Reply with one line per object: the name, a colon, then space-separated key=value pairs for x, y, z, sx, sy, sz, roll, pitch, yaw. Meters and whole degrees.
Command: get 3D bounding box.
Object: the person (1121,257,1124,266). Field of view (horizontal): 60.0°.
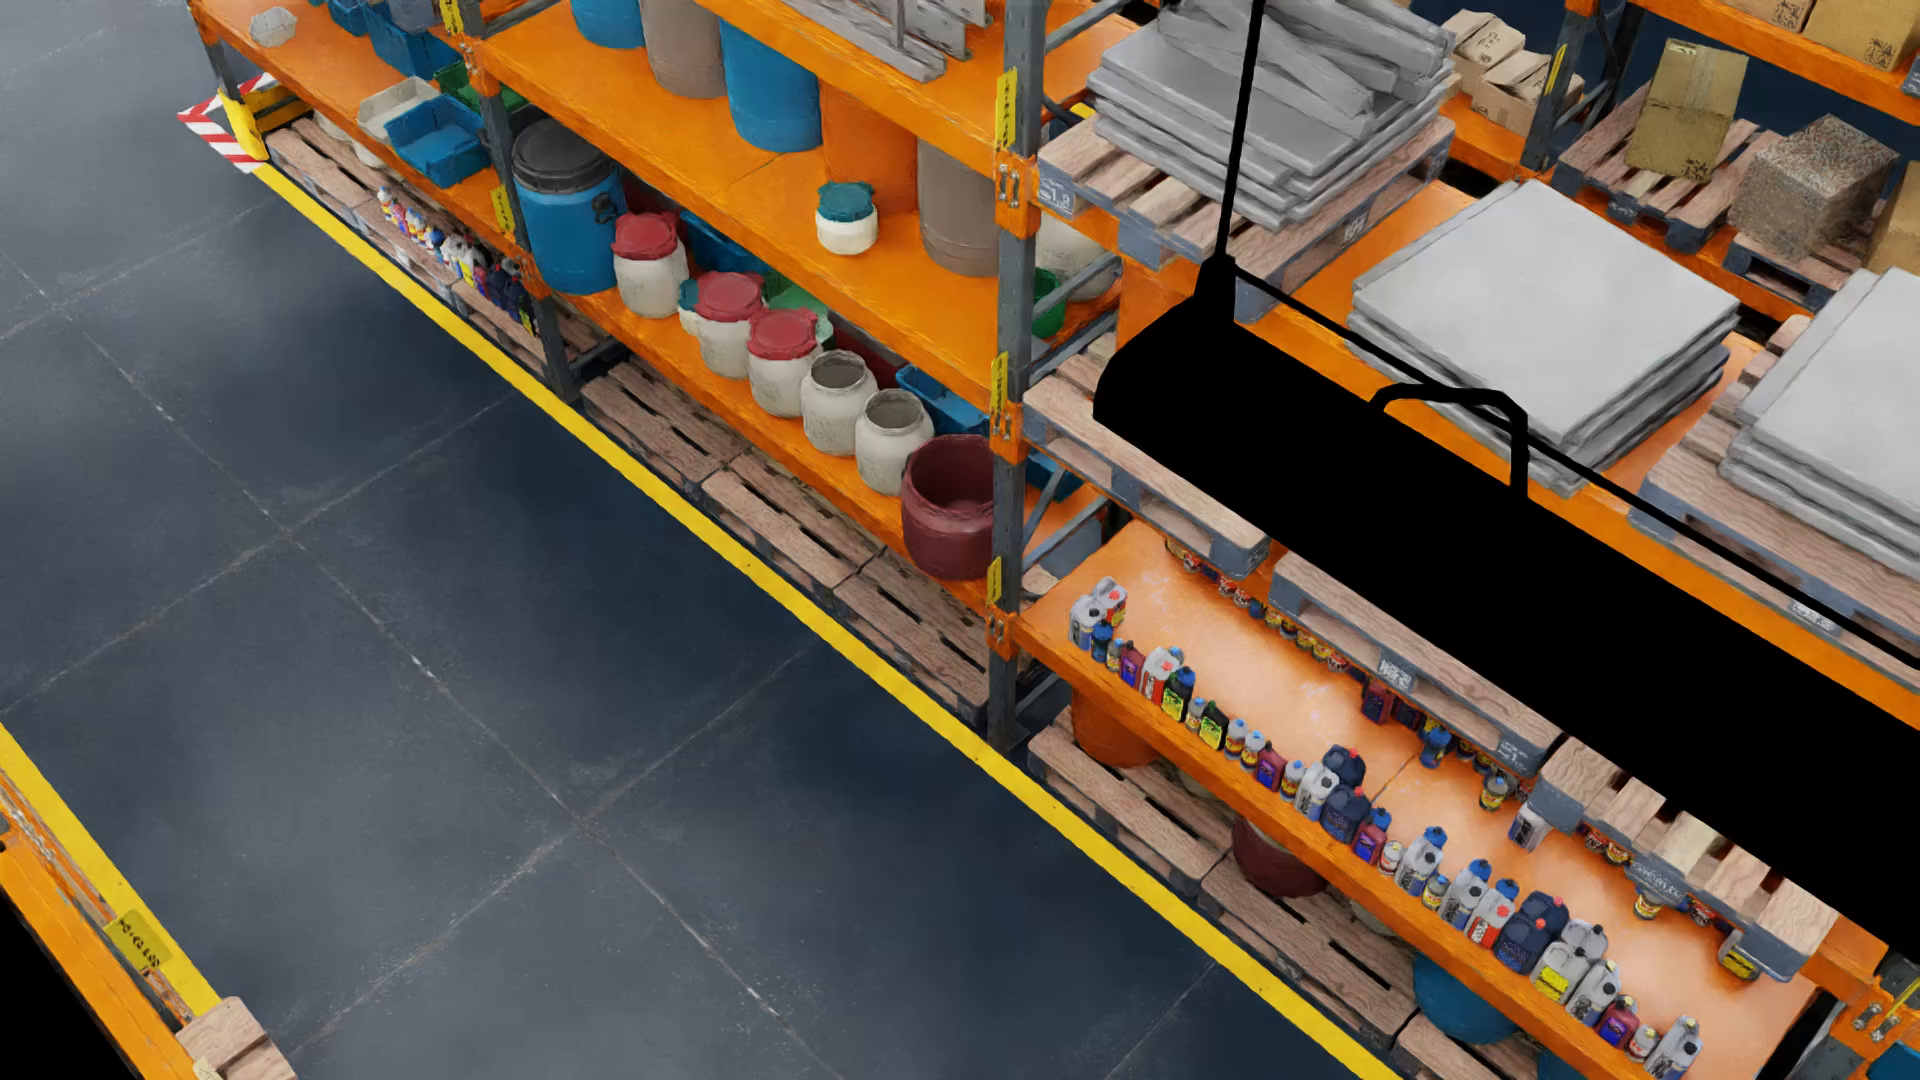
person: x=1.198 y=-2.307 z=11.286 sx=0.582 sy=1.611 sz=0.625 roll=35 pitch=58 yaw=26
